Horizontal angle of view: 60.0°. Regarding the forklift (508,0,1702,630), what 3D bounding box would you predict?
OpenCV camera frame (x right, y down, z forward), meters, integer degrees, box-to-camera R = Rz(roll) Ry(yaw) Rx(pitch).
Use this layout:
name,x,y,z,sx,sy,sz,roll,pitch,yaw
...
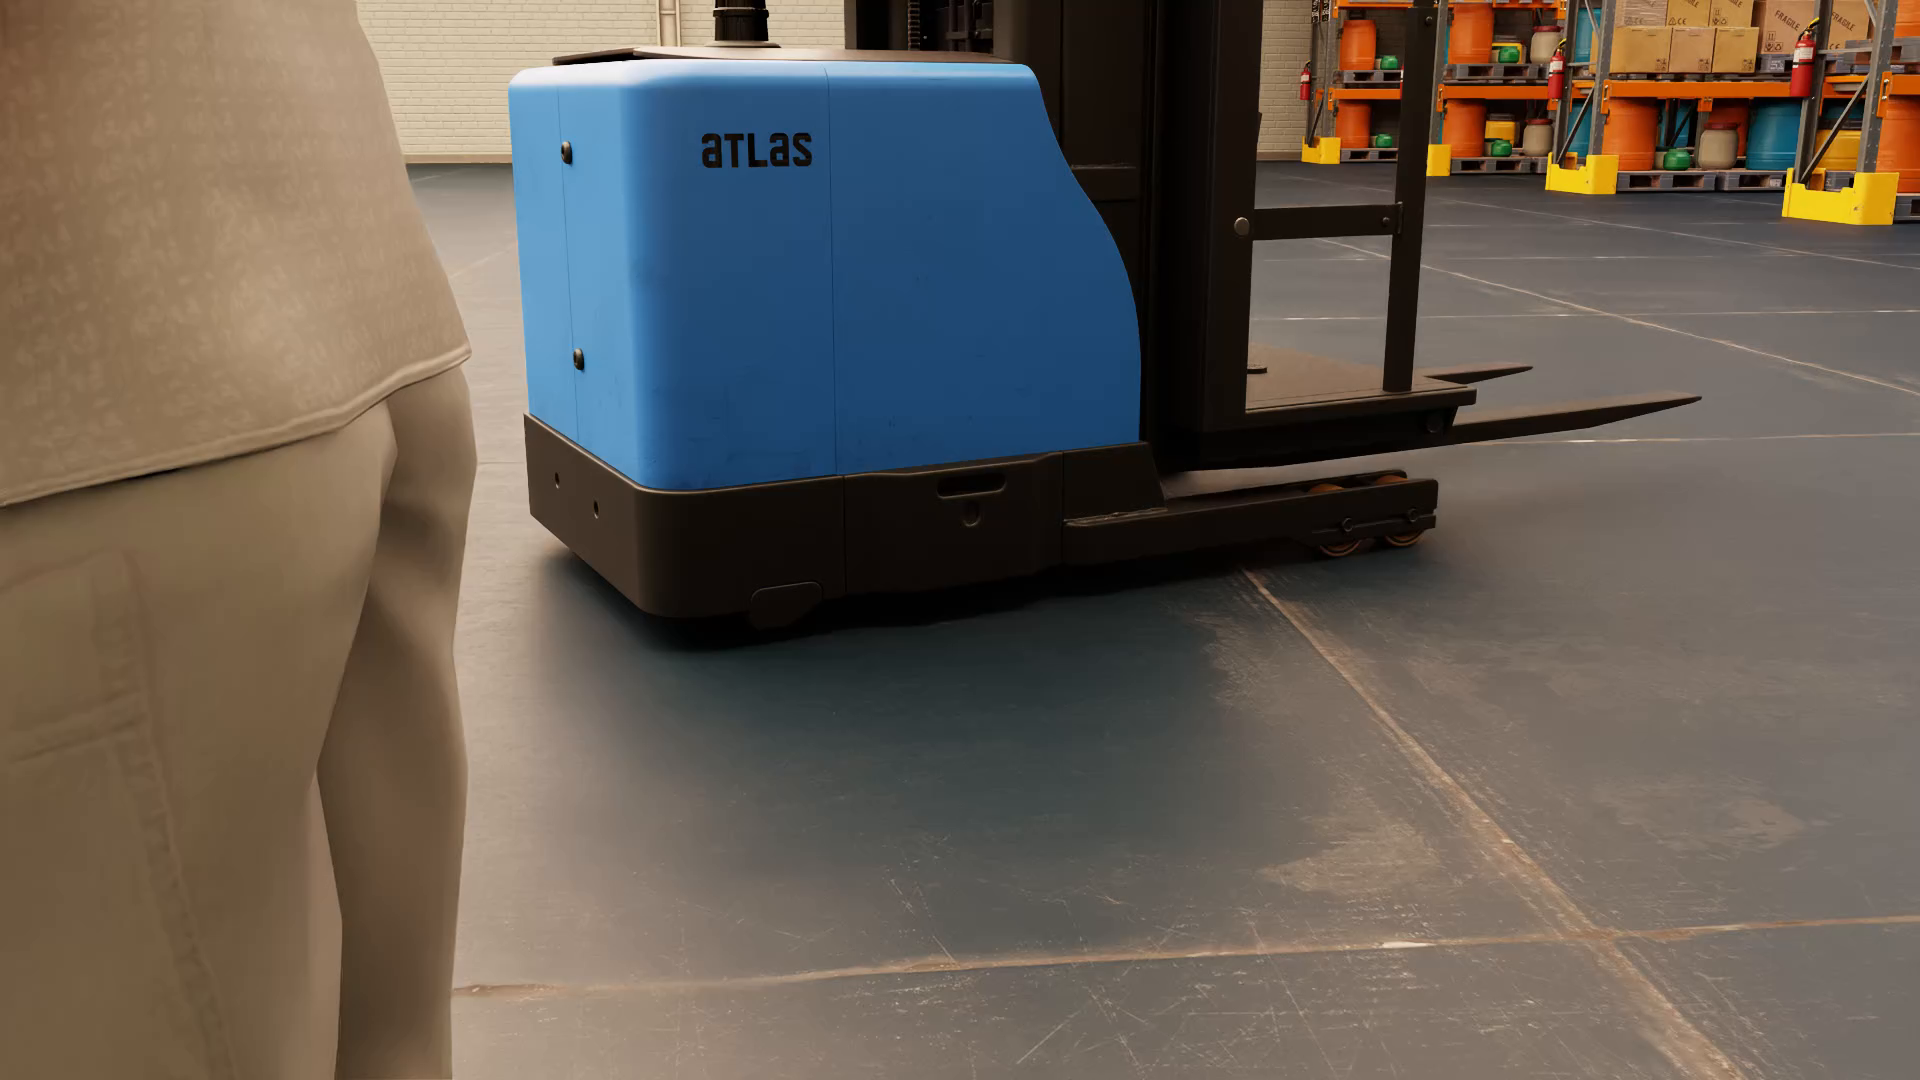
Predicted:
name,x,y,z,sx,sy,sz,roll,pitch,yaw
forklift,0.538,-1.490,3.837,3.031,2.935,1.130,-8,17,-27
